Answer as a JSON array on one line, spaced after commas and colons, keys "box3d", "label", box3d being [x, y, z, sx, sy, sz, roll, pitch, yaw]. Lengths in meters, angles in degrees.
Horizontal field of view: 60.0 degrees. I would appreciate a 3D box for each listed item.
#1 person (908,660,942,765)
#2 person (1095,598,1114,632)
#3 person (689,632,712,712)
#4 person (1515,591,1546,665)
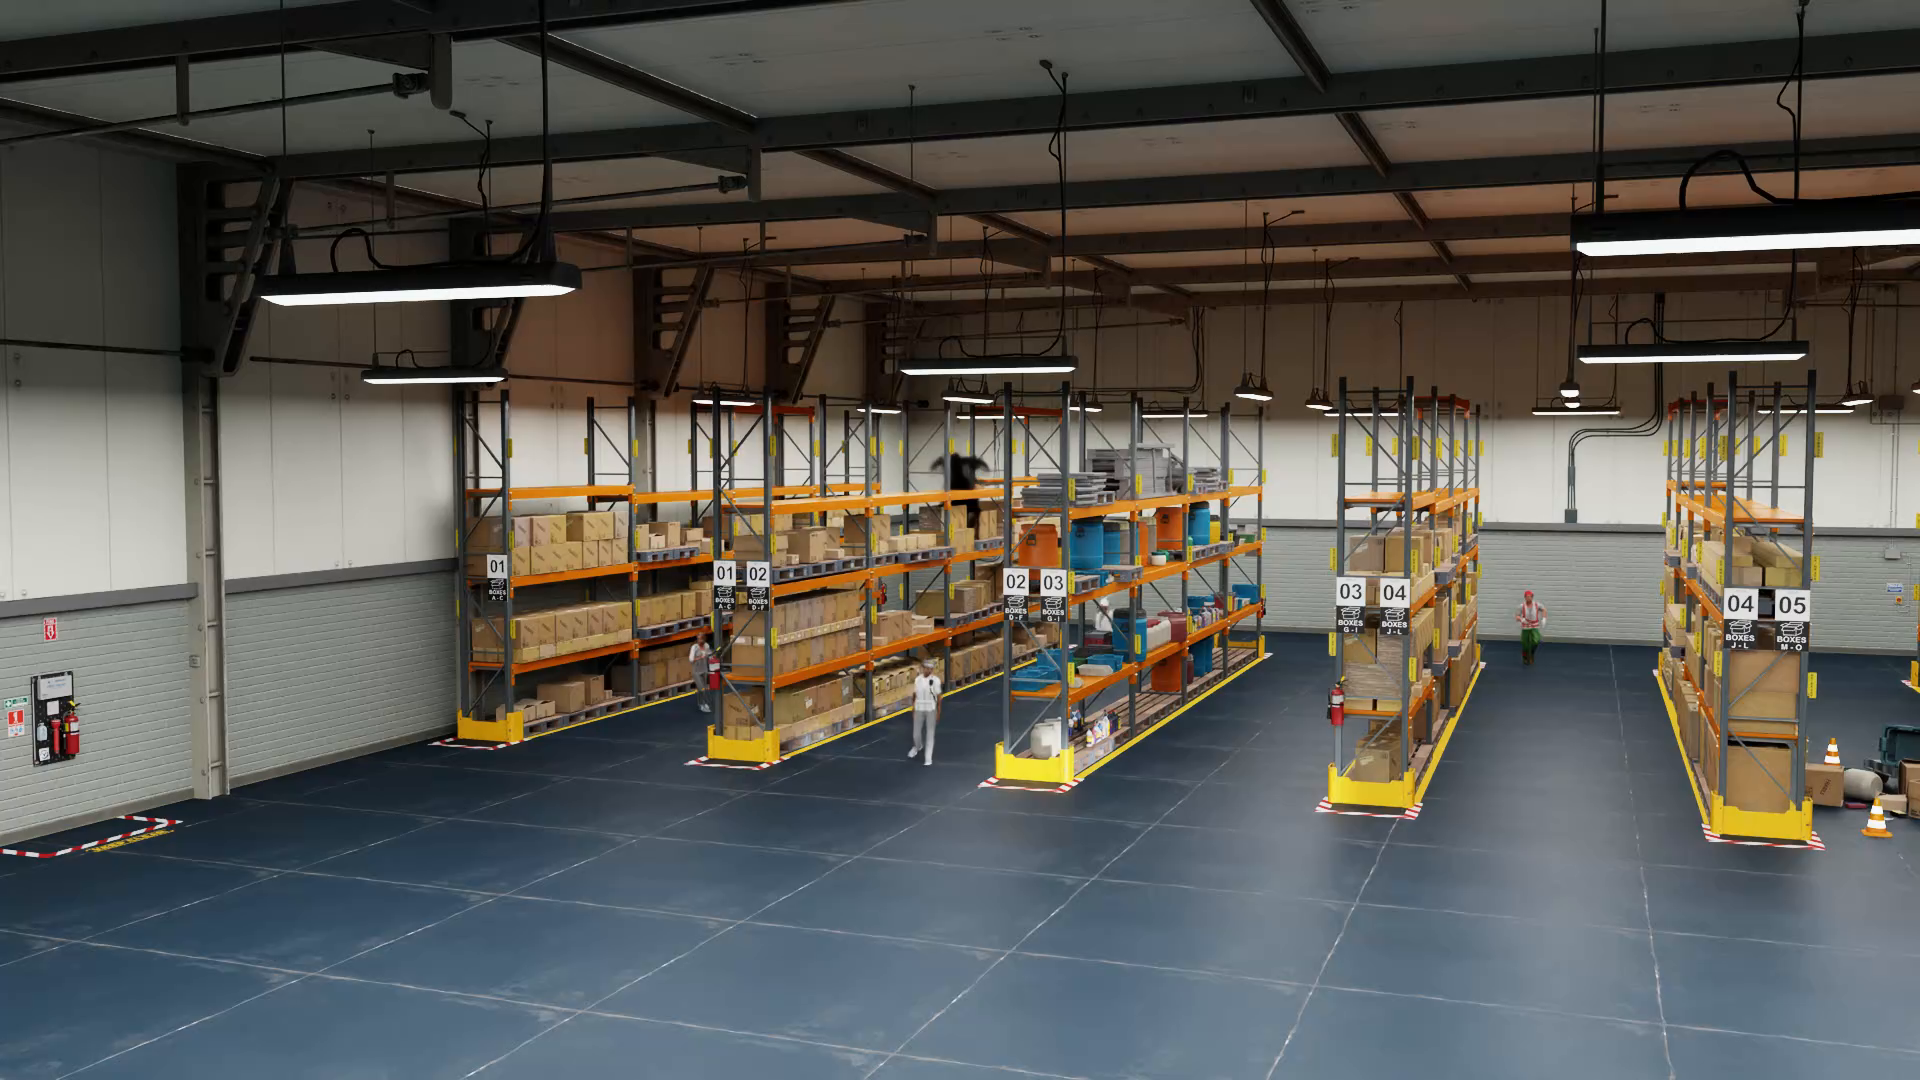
[{"box3d": [-0.561, 2.709, 26.356, 0.577, 1.673, 0.554, 0, 3, 7], "label": "person"}, {"box3d": [3.199, 2.122, 36.512, 0.650, 1.714, 0.742, 2, 4, 35], "label": "person"}, {"box3d": [-4.897, 2.501, 31.384, 0.491, 1.557, 0.808, -1, 3, -18], "label": "person"}, {"box3d": [13.046, 2.020, 38.001, 0.689, 1.726, 0.807, 1, 3, 15], "label": "person"}]
